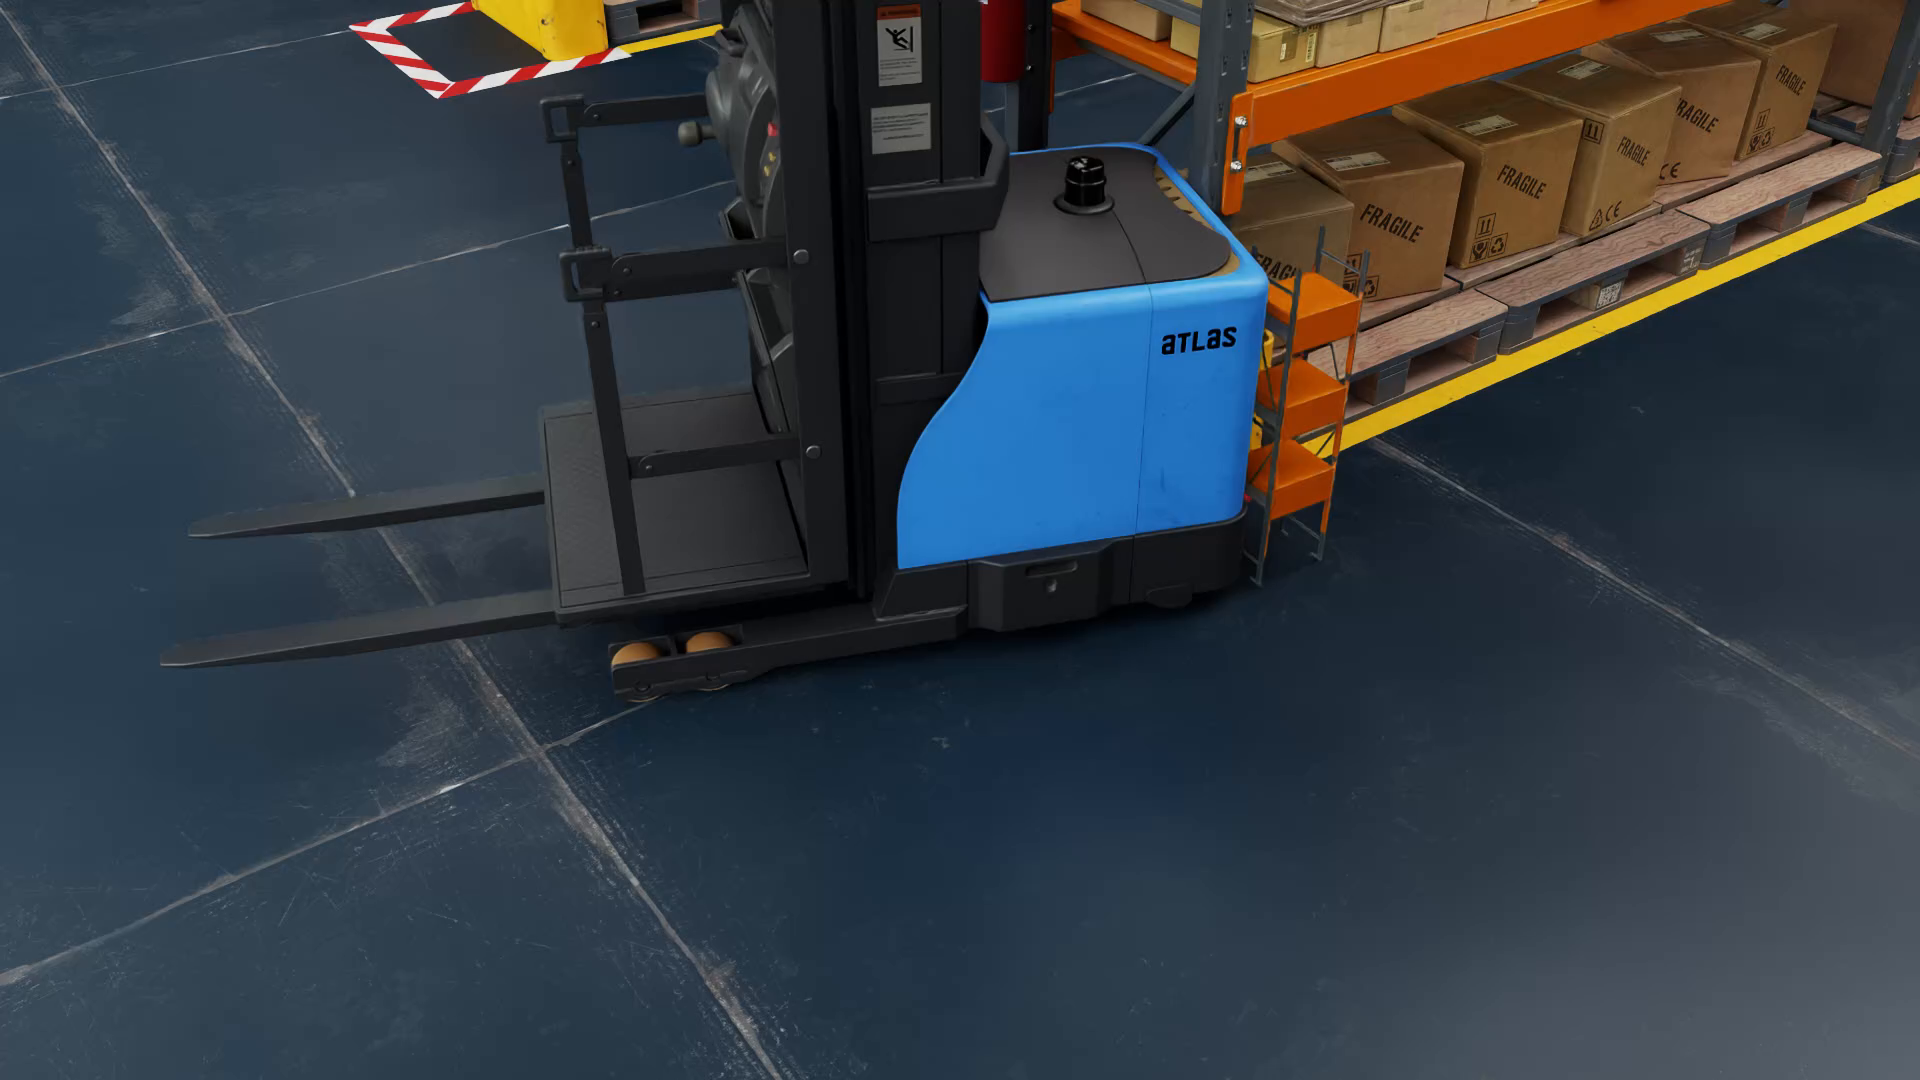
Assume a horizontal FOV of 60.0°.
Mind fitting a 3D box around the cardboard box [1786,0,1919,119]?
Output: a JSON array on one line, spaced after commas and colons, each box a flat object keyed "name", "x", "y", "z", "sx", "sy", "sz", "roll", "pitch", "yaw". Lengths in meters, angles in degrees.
[{"name": "cardboard box", "x": 4.269, "y": -2.352, "z": 7.716, "sx": 0.500, "sy": 0.500, "sz": 0.700, "roll": -26, "pitch": 43, "yaw": -31}]

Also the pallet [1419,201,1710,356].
[{"name": "pallet", "x": 2.228, "y": -1.205, "z": 6.744, "sx": 1.213, "sy": 0.211, "sz": 1.003, "roll": -22, "pitch": 41, "yaw": -28}]

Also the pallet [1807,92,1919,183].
[{"name": "pallet", "x": 4.391, "y": -2.123, "z": 8.021, "sx": 1.213, "sy": 0.211, "sz": 1.003, "roll": -22, "pitch": 41, "yaw": -28}]

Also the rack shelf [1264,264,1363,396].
[{"name": "rack shelf", "x": 0.964, "y": -0.596, "z": 4.712, "sx": 0.240, "sy": 0.259, "sz": 0.215, "roll": -20, "pitch": 40, "yaw": -25}]

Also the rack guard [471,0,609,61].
[{"name": "rack guard", "x": -2.333, "y": -3.044, "z": 9.054, "sx": 0.348, "sy": 0.500, "sz": 1.175, "roll": -22, "pitch": 41, "yaw": -28}]

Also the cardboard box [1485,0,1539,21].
[{"name": "cardboard box", "x": 1.685, "y": -1.853, "z": 5.473, "sx": 0.250, "sy": 0.149, "sz": 0.380, "roll": -22, "pitch": 41, "yaw": -28}]

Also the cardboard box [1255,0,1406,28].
[{"name": "cardboard box", "x": 0.951, "y": -1.980, "z": 5.094, "sx": 0.500, "sy": 0.500, "sz": 0.875, "roll": -22, "pitch": 41, "yaw": -28}]

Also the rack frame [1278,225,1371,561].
[{"name": "rack frame", "x": 1.069, "y": -0.411, "z": 4.923, "sx": 0.008, "sy": 1.050, "sz": 0.200, "roll": -20, "pitch": 40, "yaw": -25}]

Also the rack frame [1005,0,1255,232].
[{"name": "rack frame", "x": 0.485, "y": -1.647, "z": 4.971, "sx": 0.127, "sy": 3.000, "sz": 1.000, "roll": -22, "pitch": 41, "yaw": -28}]

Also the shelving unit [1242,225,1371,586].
[{"name": "shelving unit", "x": 0.964, "y": -0.374, "z": 4.871, "sx": 0.252, "sy": 1.050, "sz": 0.215, "roll": -20, "pitch": 40, "yaw": -25}]

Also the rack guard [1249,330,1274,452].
[{"name": "rack guard", "x": 0.548, "y": -0.657, "z": 5.736, "sx": 0.348, "sy": 0.500, "sz": 1.175, "roll": -22, "pitch": 41, "yaw": -28}]

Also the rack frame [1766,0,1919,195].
[{"name": "rack frame", "x": 3.755, "y": -2.992, "z": 6.841, "sx": 0.127, "sy": 3.000, "sz": 1.000, "roll": -22, "pitch": 41, "yaw": -28}]

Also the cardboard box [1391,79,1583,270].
[{"name": "cardboard box", "x": 1.997, "y": -1.423, "z": 6.441, "sx": 0.500, "sy": 0.500, "sz": 0.500, "roll": -18, "pitch": 40, "yaw": -24}]

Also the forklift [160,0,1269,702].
[{"name": "forklift", "x": -0.734, "y": -1.080, "z": 4.241, "sx": 3.031, "sy": 2.935, "sz": 1.130, "roll": -8, "pitch": 37, "yaw": -11}]

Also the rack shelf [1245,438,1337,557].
[{"name": "rack shelf", "x": 0.964, "y": -0.140, "z": 5.040, "sx": 0.240, "sy": 0.259, "sz": 0.215, "roll": -20, "pitch": 40, "yaw": -25}]

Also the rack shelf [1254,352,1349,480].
[{"name": "rack shelf", "x": 0.964, "y": -0.366, "z": 4.878, "sx": 0.240, "sy": 0.259, "sz": 0.215, "roll": -20, "pitch": 40, "yaw": -25}]

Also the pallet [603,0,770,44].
[{"name": "pallet", "x": -1.666, "y": -3.197, "z": 9.515, "sx": 1.213, "sy": 0.211, "sz": 1.003, "roll": -22, "pitch": 41, "yaw": -28}]

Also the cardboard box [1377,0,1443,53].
[{"name": "cardboard box", "x": 1.284, "y": -1.679, "z": 5.230, "sx": 0.250, "sy": 0.149, "sz": 0.380, "roll": -22, "pitch": 41, "yaw": -28}]

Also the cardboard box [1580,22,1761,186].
[{"name": "cardboard box", "x": 2.941, "y": -1.836, "z": 7.015, "sx": 0.500, "sy": 0.500, "sz": 0.500, "roll": -10, "pitch": 37, "yaw": -14}]

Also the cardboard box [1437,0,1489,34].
[{"name": "cardboard box", "x": 1.476, "y": -1.773, "z": 5.361, "sx": 0.250, "sy": 0.149, "sz": 0.380, "roll": -22, "pitch": 41, "yaw": -28}]

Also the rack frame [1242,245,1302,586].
[{"name": "rack frame", "x": 0.860, "y": -0.337, "z": 4.820, "sx": 0.008, "sy": 1.050, "sz": 0.200, "roll": -20, "pitch": 40, "yaw": -25}]

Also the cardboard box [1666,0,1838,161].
[{"name": "cardboard box", "x": 3.405, "y": -2.032, "z": 7.288, "sx": 0.500, "sy": 0.500, "sz": 0.500, "roll": -24, "pitch": 42, "yaw": -29}]

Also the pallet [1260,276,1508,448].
[{"name": "pallet", "x": 1.232, "y": -0.797, "z": 6.177, "sx": 1.213, "sy": 0.211, "sz": 1.003, "roll": -22, "pitch": 41, "yaw": -28}]

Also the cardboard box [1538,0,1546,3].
[{"name": "cardboard box", "x": 1.874, "y": -1.950, "z": 5.608, "sx": 0.250, "sy": 0.149, "sz": 0.380, "roll": -22, "pitch": 41, "yaw": -28}]

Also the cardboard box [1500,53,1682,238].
[{"name": "cardboard box", "x": 2.479, "y": -1.590, "z": 6.673, "sx": 0.500, "sy": 0.500, "sz": 0.500, "roll": -26, "pitch": 43, "yaw": -32}]

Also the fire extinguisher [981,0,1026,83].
[{"name": "fire extinguisher", "x": 0.126, "y": -1.797, "z": 5.245, "sx": 0.183, "sy": 0.674, "sz": 0.296, "roll": -22, "pitch": 41, "yaw": -28}]

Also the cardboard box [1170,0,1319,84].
[{"name": "cardboard box", "x": 0.856, "y": -1.527, "z": 5.019, "sx": 0.250, "sy": 0.149, "sz": 0.380, "roll": -22, "pitch": 41, "yaw": -28}]

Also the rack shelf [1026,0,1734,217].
[{"name": "rack shelf", "x": 2.120, "y": -2.027, "z": 6.116, "sx": 4.000, "sy": 0.370, "sz": 1.077, "roll": -22, "pitch": 41, "yaw": -28}]

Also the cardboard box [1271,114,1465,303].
[{"name": "cardboard box", "x": 1.474, "y": -1.222, "z": 6.161, "sx": 0.500, "sy": 0.500, "sz": 0.500, "roll": -12, "pitch": 37, "yaw": -16}]

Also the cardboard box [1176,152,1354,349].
[{"name": "cardboard box", "x": 1.005, "y": -1.004, "z": 5.859, "sx": 0.500, "sy": 0.500, "sz": 0.500, "roll": -15, "pitch": 38, "yaw": -20}]

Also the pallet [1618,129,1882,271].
[{"name": "pallet", "x": 3.226, "y": -1.617, "z": 7.318, "sx": 1.213, "sy": 0.211, "sz": 1.003, "roll": -22, "pitch": 41, "yaw": -28}]

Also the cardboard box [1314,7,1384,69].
[{"name": "cardboard box", "x": 1.071, "y": -1.602, "z": 5.123, "sx": 0.250, "sy": 0.149, "sz": 0.380, "roll": -22, "pitch": 41, "yaw": -28}]

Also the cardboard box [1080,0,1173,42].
[{"name": "cardboard box", "x": 0.599, "y": -1.739, "z": 5.314, "sx": 0.250, "sy": 0.149, "sz": 0.380, "roll": -22, "pitch": 41, "yaw": -28}]
